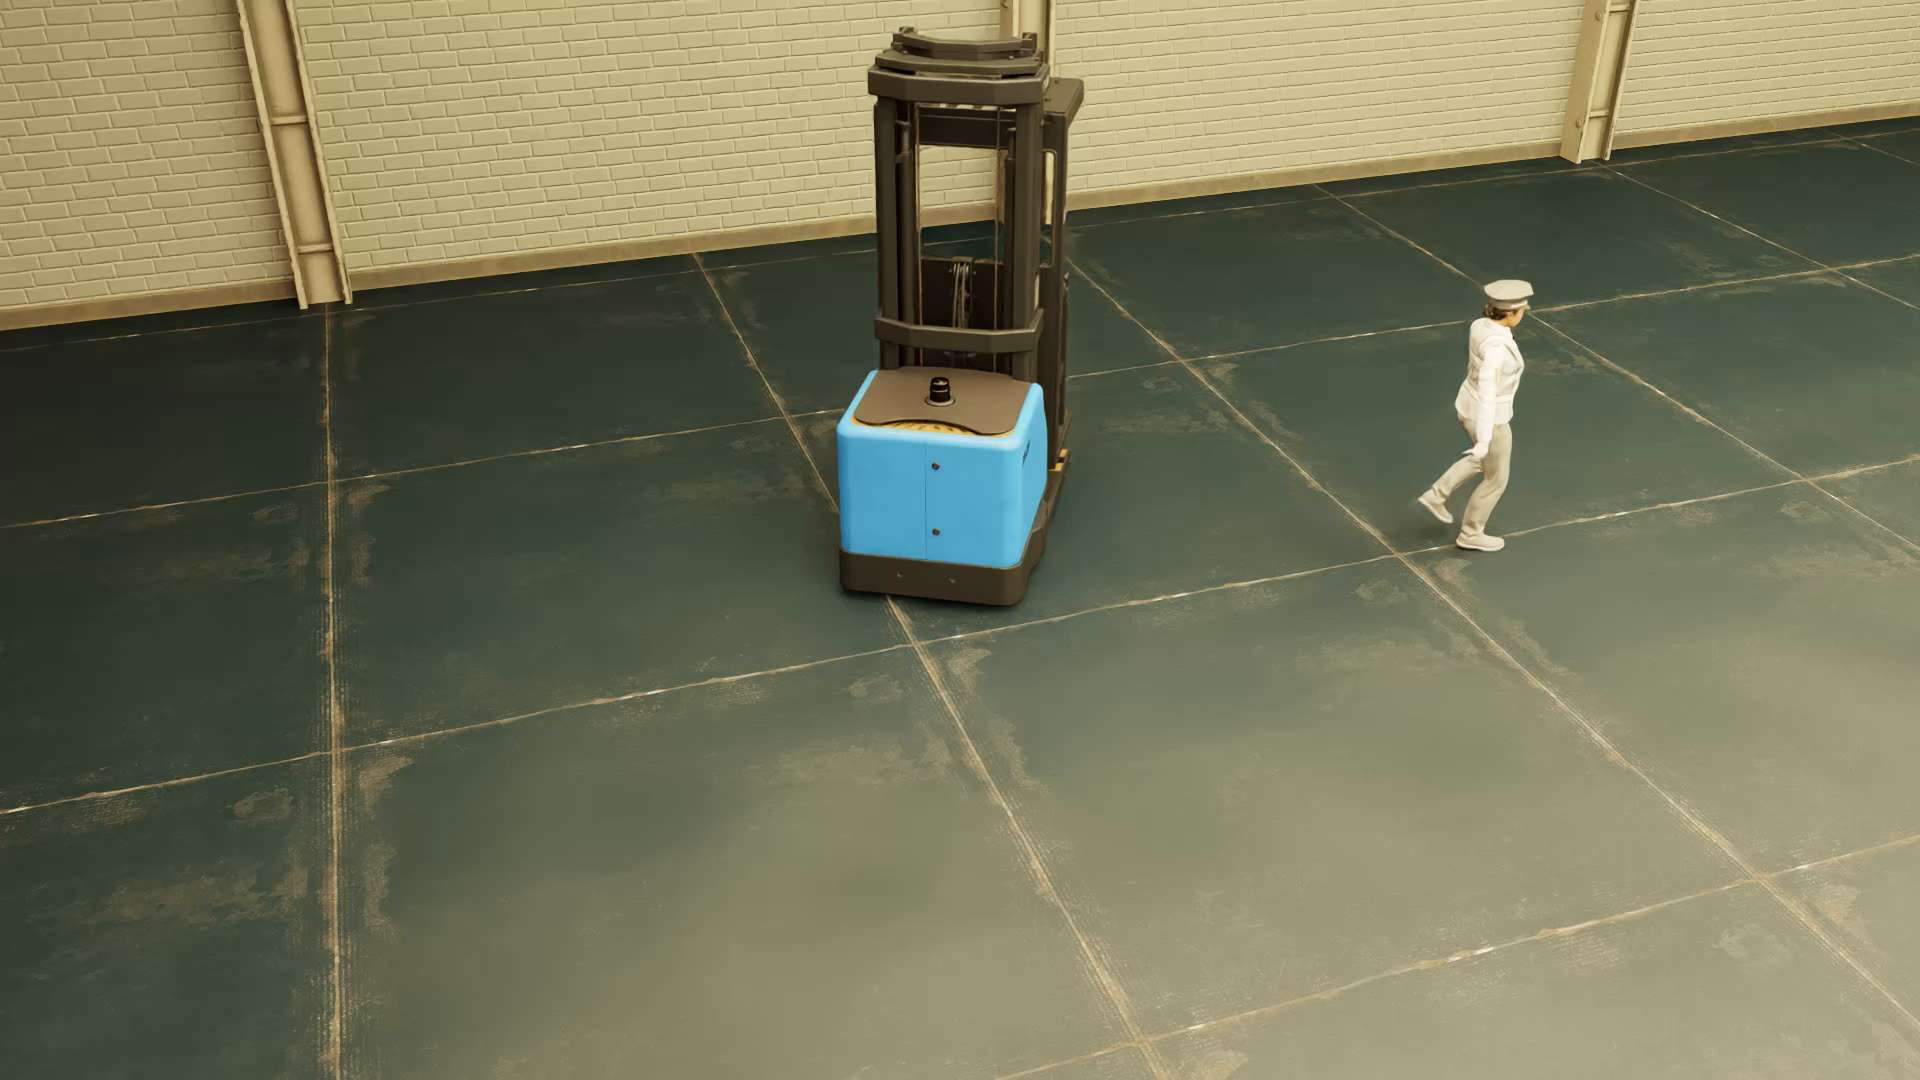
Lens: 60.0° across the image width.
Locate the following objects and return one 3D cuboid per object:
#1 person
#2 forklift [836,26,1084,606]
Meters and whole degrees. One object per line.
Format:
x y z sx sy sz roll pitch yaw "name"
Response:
3.012 -0.705 9.606 0.508 1.649 0.694 -1 30 -2 "person"
0.109 -1.625 9.910 1.130 2.935 3.031 6 30 10 "forklift"
